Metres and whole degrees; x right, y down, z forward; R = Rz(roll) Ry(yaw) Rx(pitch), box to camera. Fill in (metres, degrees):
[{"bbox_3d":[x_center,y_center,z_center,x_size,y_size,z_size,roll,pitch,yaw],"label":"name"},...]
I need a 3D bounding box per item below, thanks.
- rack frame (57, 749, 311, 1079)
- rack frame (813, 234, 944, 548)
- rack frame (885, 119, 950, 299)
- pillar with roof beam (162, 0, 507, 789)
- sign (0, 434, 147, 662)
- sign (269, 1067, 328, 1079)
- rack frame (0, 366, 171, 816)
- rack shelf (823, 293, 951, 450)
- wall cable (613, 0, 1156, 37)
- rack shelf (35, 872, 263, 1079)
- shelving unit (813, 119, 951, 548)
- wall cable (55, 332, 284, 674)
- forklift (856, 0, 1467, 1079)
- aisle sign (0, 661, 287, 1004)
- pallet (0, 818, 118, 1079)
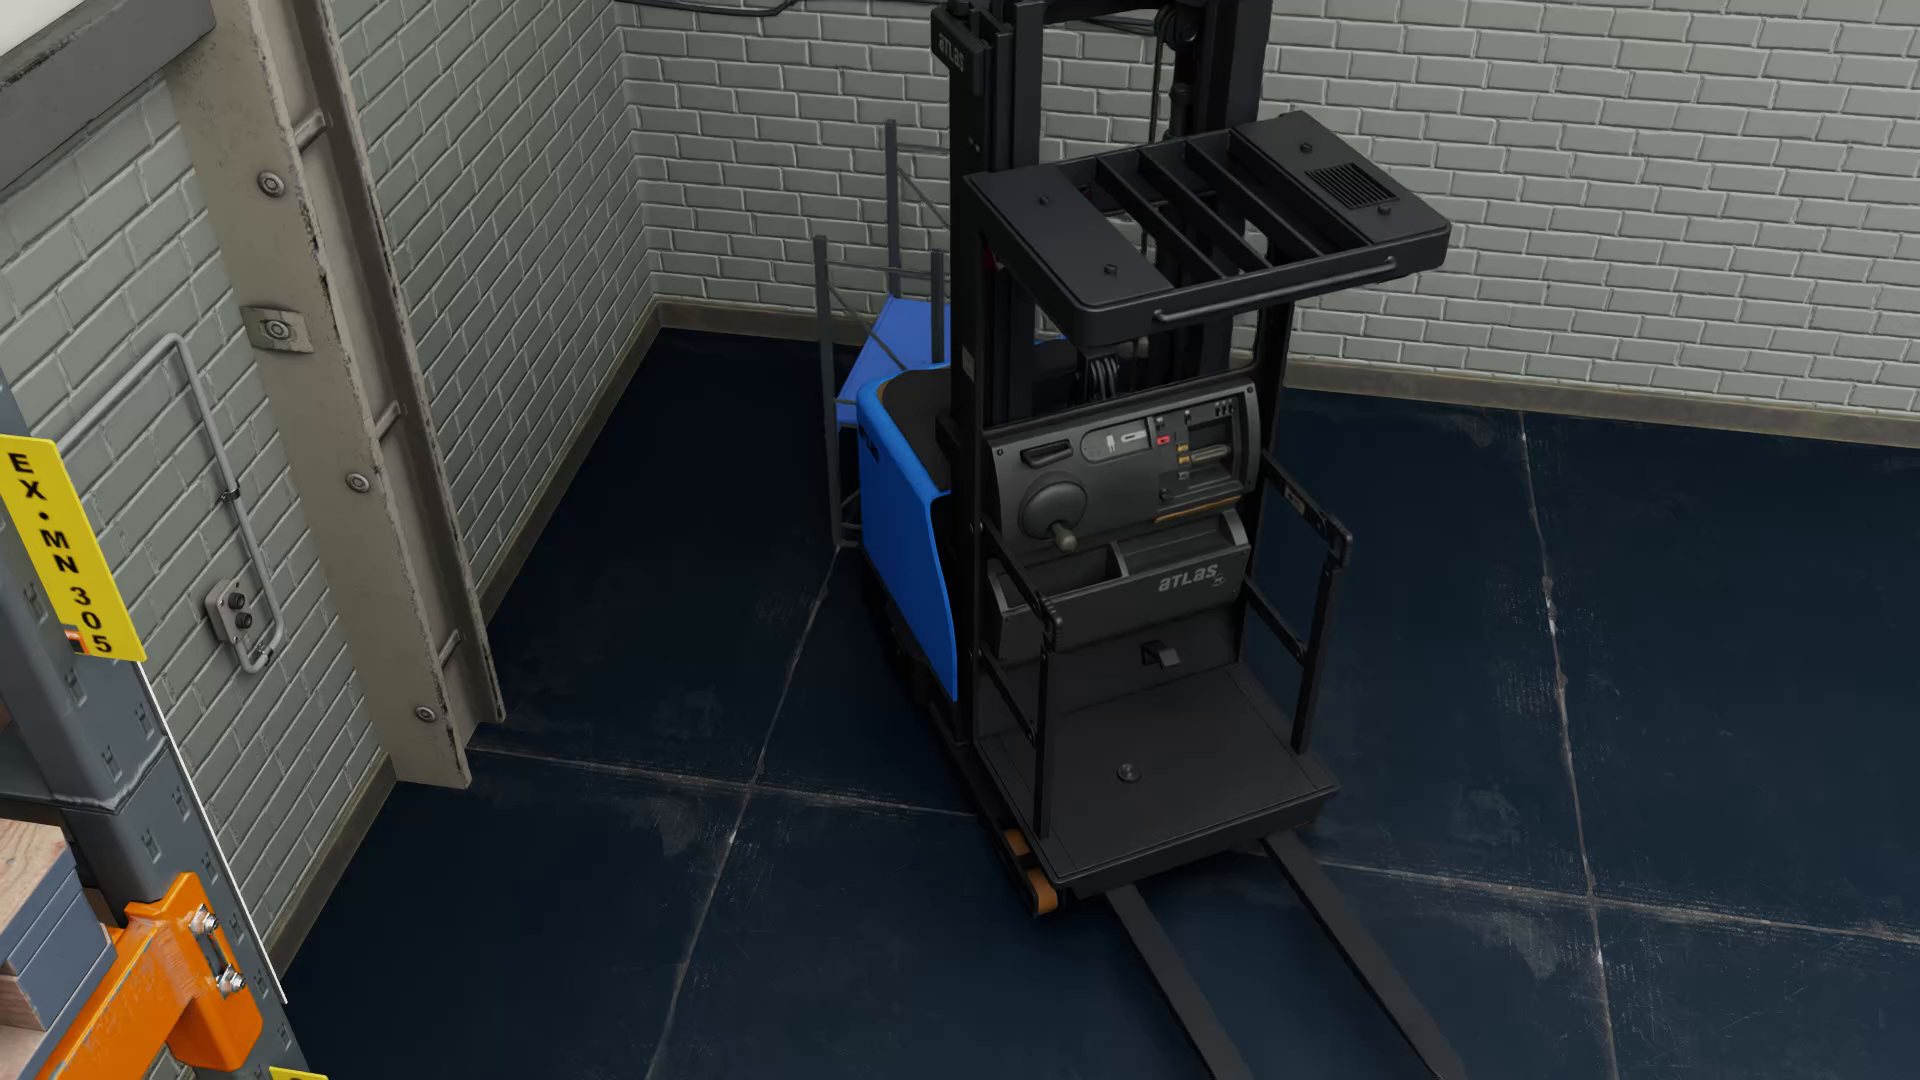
[{"bbox_3d":[-1.554,1.412,3.188,1.000,3.000,0.127,6,40,8],"label":"rack frame"},{"bbox_3d":[-0.308,-0.534,6.718,0.500,1.500,0.032,9,40,10],"label":"rack frame"},{"bbox_3d":[-0.073,-1.164,7.481,0.500,1.500,0.032,9,40,10],"label":"rack frame"},{"bbox_3d":[2.301,-2.215,2.867,9.100,9.000,0.400,6,40,8],"label":"pillar with roof beam"},{"bbox_3d":[-1.022,0.014,1.892,0.100,0.325,0.005,6,40,8],"label":"sign"},{"bbox_3d":[-1.022,0.943,2.660,0.100,0.325,0.005,6,40,8],"label":"sign"},{"bbox_3d":[-1.554,-0.900,1.276,1.000,3.000,0.127,6,40,8],"label":"rack frame"},{"bbox_3d":[-0.190,-0.710,7.214,0.538,0.185,1.000,9,40,10],"label":"rack shelf"},{"bbox_3d":[-0.223,-3.213,6.511,3.097,2.526,0.112,6,40,8],"label":"wall cable"},{"bbox_3d":[-1.900,1.789,0.943,1.077,0.370,4.000,6,40,8],"label":"rack shelf"},{"bbox_3d":[-0.190,-0.849,7.100,0.538,1.500,1.048,9,40,10],"label":"shelving unit"},{"bbox_3d":[-2.264,0.113,3.962,0.084,1.984,1.851,6,40,8],"label":"wall cable"},{"bbox_3d":[0.622,-0.158,5.141,1.130,2.935,3.031,-15,42,-17],"label":"forklift"},{"bbox_3d":[-1.246,0.398,2.374,0.394,0.787,0.004,6,40,8],"label":"aisle sign"},{"bbox_3d":[-1.672,0.757,1.696,1.003,0.211,1.213,6,40,8],"label":"pallet"}]
